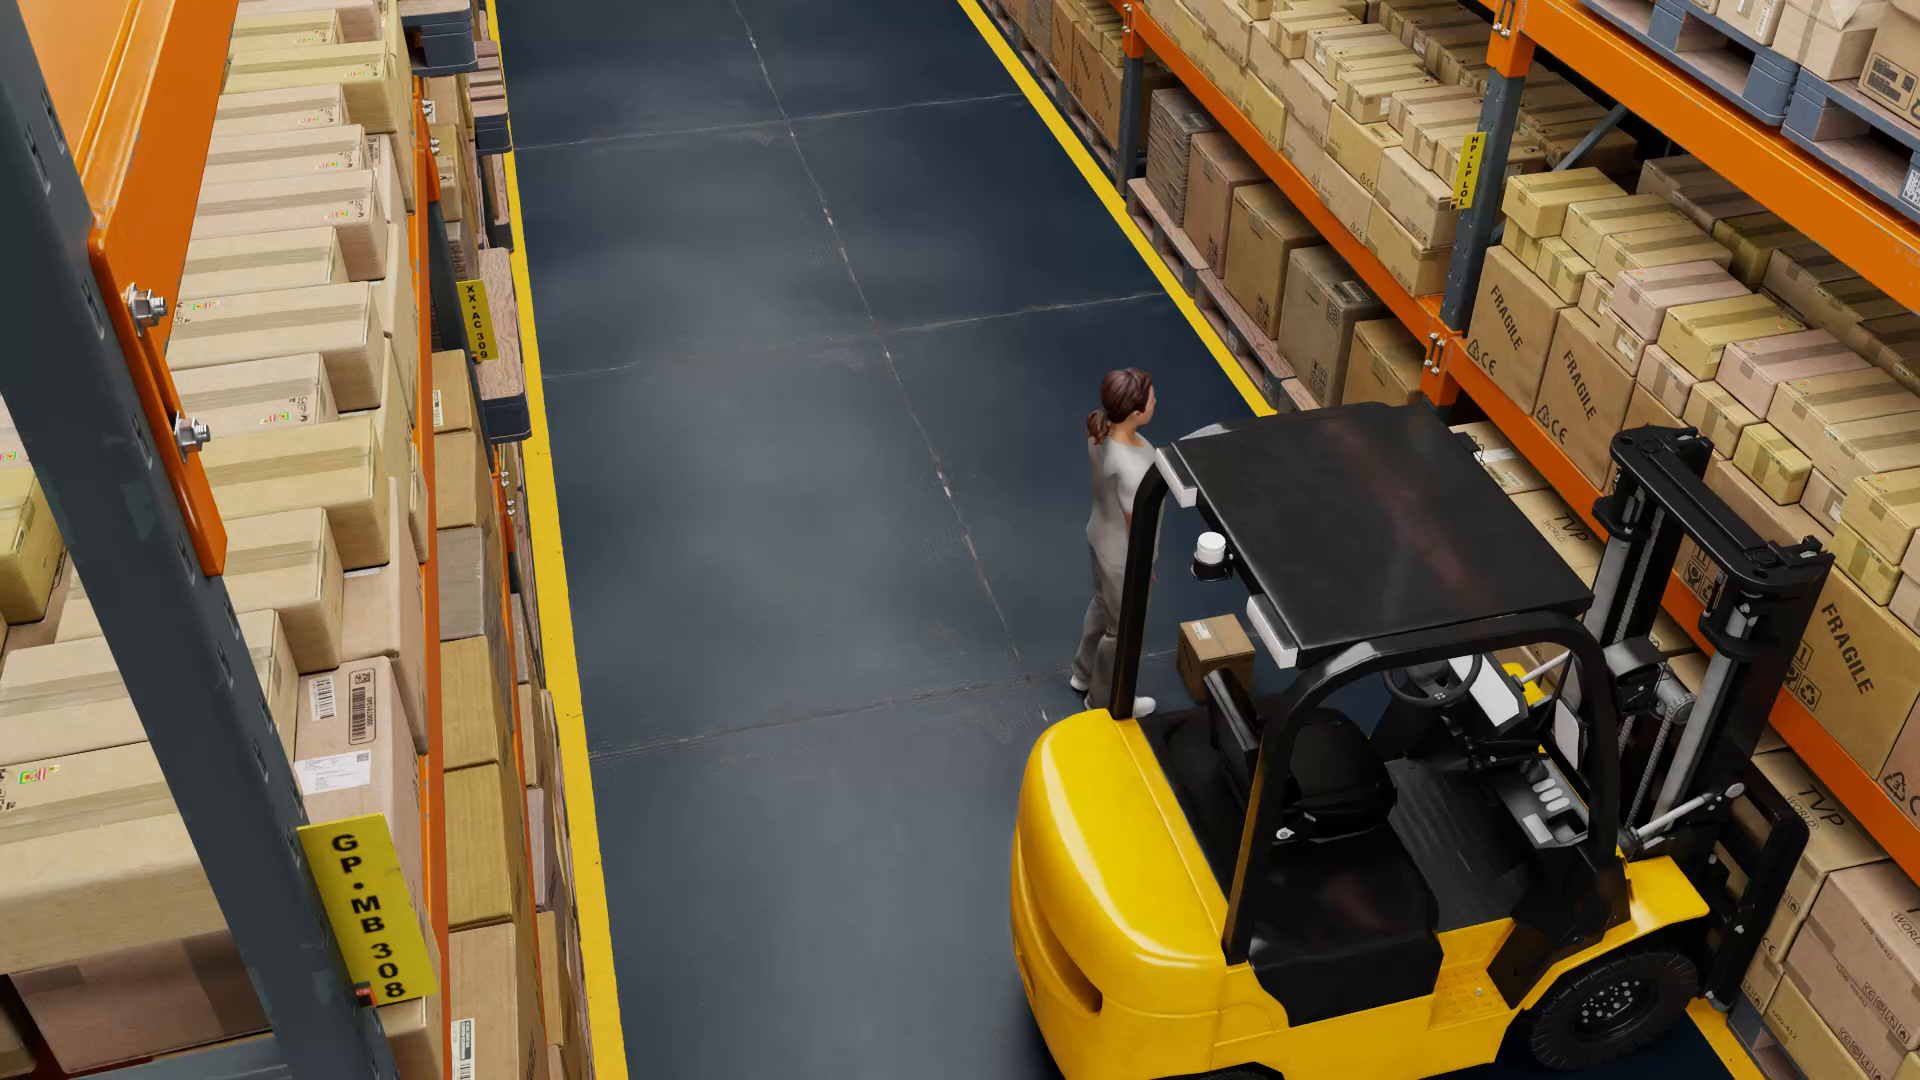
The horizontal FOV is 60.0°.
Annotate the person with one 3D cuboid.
[{"bbox_3d":[0.636,0.039,6.688,0.355,1.690,0.438,-9,39,-11],"label":"person"}]
